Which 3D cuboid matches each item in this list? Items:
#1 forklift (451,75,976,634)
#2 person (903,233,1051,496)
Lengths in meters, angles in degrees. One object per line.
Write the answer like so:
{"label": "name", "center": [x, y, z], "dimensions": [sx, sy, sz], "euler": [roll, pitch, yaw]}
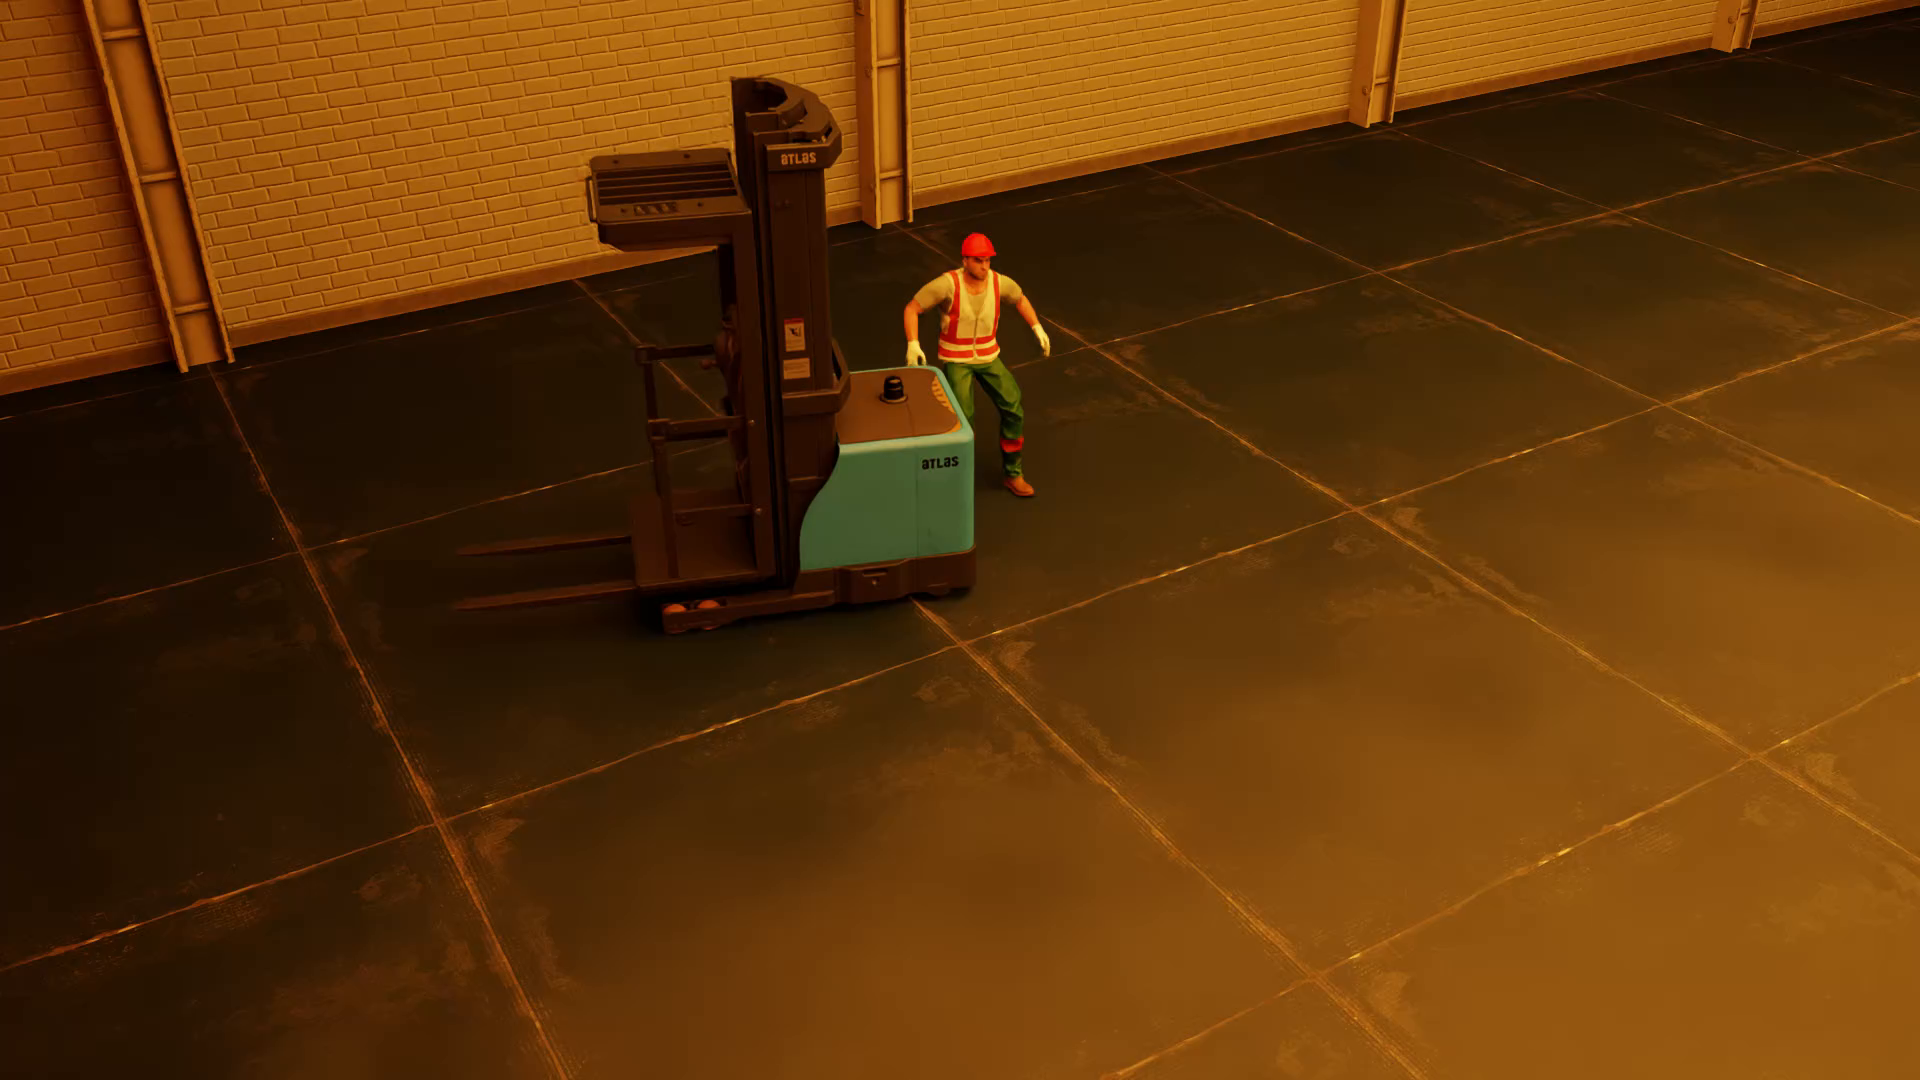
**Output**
{"label": "forklift", "center": [-1.476, -1.015, 9.342], "dimensions": [3.031, 2.935, 1.130], "euler": [-7, 32, -11]}
{"label": "person", "center": [0.140, -1.112, 10.728], "dimensions": [0.998, 1.722, 0.683], "euler": [-9, 32, -15]}
